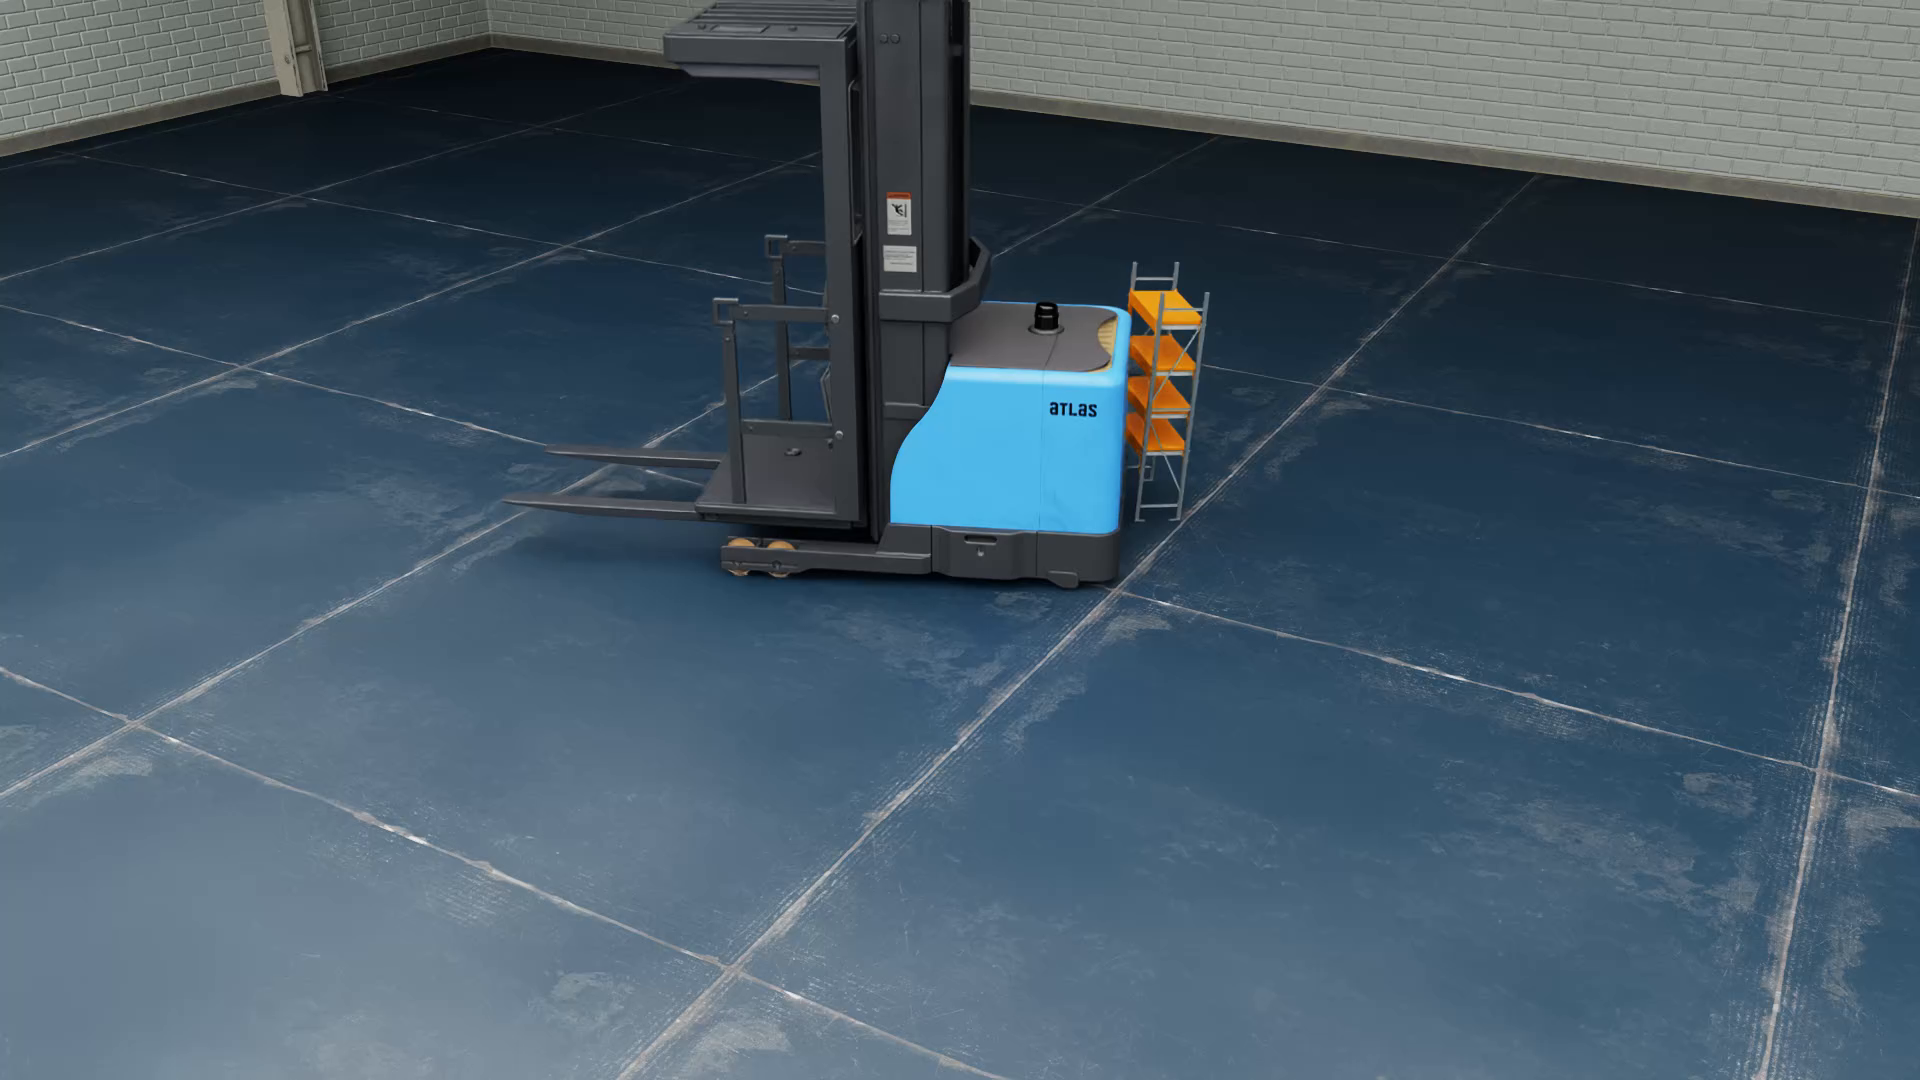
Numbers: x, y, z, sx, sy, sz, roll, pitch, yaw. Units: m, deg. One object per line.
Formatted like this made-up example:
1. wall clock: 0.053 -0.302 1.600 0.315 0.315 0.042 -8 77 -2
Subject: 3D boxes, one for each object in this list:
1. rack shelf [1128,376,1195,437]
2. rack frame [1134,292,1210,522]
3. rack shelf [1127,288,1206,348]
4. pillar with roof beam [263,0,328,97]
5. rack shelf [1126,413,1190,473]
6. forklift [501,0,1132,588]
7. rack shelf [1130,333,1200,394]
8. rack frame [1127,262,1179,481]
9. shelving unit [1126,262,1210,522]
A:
1. rack shelf: 0.987 -0.685 8.410 0.258 0.148 0.480 -2 26 -11
2. rack frame: 1.034 -0.637 8.166 0.240 1.200 0.015 -2 26 -11
3. rack shelf: 1.014 -1.098 8.209 0.258 0.148 0.480 -2 26 -11
4. pillar with roof beam: -3.299 -7.890 13.958 9.100 9.000 0.400 14 30 26
5. rack shelf: 0.975 -0.507 8.497 0.258 0.148 0.480 -2 26 -11
6. forklift: -0.706 -1.366 7.705 3.031 2.935 1.130 3 27 7
7. rack shelf: 1.000 -0.885 8.313 0.258 0.148 0.480 -2 26 -11
8. rack frame: 0.947 -0.853 8.596 0.240 1.200 0.015 -2 26 -11
9. shelving unit: 0.991 -0.745 8.381 0.258 1.200 0.503 -2 26 -11
